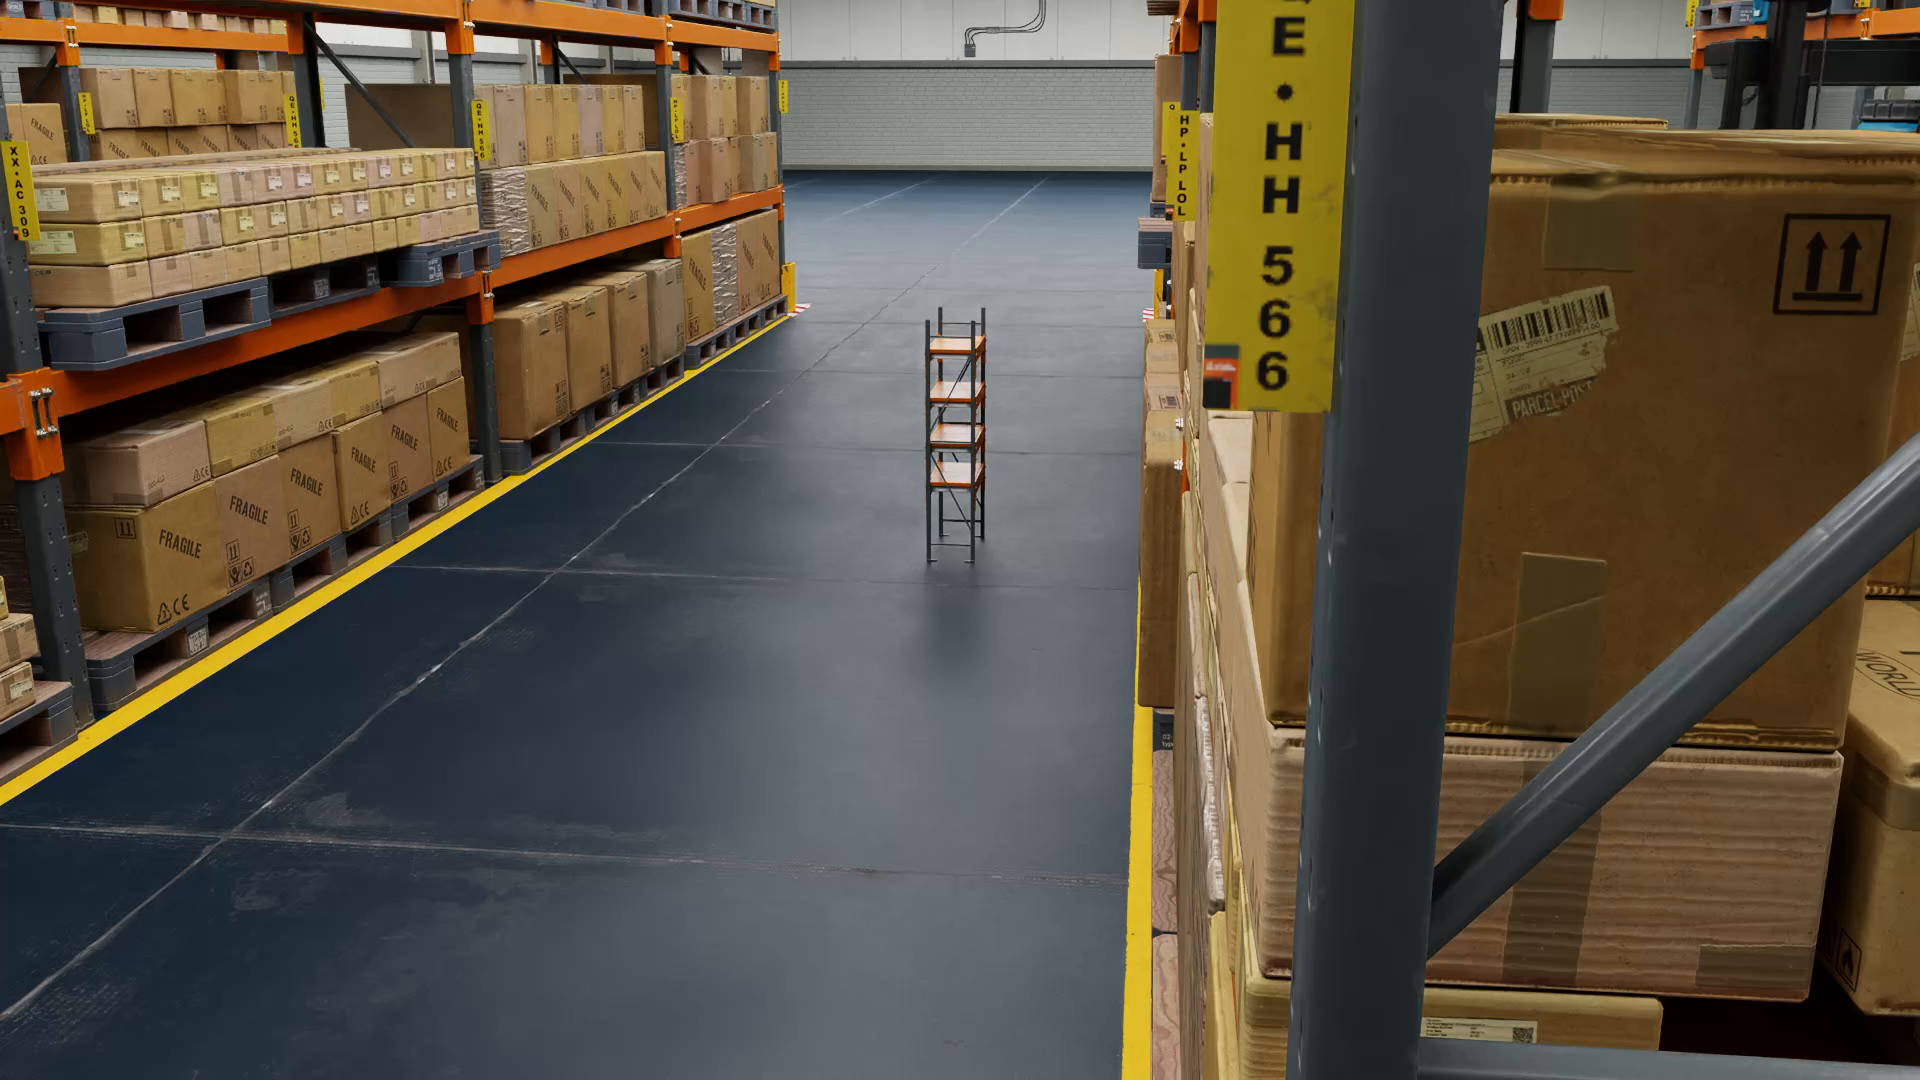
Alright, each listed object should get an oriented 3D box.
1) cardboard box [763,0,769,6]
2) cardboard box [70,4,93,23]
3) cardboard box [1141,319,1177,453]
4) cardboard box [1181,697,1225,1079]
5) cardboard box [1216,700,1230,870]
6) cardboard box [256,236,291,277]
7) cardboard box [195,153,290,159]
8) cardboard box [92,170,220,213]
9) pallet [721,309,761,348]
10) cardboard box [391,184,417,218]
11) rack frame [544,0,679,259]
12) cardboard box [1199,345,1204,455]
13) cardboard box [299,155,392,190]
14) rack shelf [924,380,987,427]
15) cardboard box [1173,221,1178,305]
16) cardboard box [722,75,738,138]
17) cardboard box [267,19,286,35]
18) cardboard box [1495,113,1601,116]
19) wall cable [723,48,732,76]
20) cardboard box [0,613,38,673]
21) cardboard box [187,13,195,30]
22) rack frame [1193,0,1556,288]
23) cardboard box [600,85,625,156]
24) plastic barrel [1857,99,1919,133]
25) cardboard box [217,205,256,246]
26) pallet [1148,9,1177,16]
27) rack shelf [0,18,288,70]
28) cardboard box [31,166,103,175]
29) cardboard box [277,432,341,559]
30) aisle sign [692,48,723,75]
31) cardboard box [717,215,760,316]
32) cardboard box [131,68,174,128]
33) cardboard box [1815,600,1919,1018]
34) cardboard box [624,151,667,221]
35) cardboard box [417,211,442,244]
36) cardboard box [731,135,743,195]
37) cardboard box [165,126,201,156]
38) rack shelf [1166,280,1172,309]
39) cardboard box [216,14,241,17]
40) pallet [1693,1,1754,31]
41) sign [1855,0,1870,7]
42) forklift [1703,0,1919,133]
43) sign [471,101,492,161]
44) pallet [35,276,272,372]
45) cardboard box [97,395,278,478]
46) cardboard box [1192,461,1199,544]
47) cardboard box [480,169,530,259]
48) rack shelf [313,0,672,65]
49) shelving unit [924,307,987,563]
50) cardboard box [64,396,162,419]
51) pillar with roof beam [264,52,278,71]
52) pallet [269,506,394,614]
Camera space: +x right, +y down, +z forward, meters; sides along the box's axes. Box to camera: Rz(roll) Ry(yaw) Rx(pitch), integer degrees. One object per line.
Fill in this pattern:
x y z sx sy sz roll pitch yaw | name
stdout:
-2.077 -5.297 16.242 0.380 0.149 0.250 2 15 7 | cardboard box
-7.446 -4.364 13.788 0.380 0.149 0.250 1 15 5 | cardboard box
1.569 -0.632 8.518 1.225 0.875 0.875 1 15 4 | cardboard box
0.860 0.860 3.000 0.875 0.875 0.875 2 15 6 | cardboard box
0.535 0.328 2.184 0.380 0.149 0.250 2 15 6 | cardboard box
-3.084 -1.206 7.052 0.380 0.149 0.250 1 15 4 | cardboard box
-3.584 -1.858 8.324 0.380 0.149 0.250 1 15 4 | cardboard box
-3.142 -1.364 6.498 0.380 0.149 0.250 2 15 7 | cardboard box
-2.499 -2.009 15.688 1.003 0.211 1.213 2 15 6 | pallet
-2.937 -1.687 8.260 0.380 0.149 0.250 2 15 6 | cardboard box
-2.798 -2.843 13.429 1.000 3.000 0.127 2 15 6 | rack frame
0.789 -0.289 3.703 0.500 0.250 0.500 2 15 8 | cardboard box
-2.969 -1.769 7.994 0.380 0.149 0.250 2 15 6 | cardboard box
-0.019 -0.687 8.306 0.258 0.148 0.480 2 15 6 | rack shelf
1.232 -1.297 7.519 0.500 0.500 0.500 1 15 5 | cardboard box
-2.526 -3.951 15.171 0.875 0.550 0.500 2 15 6 | cardboard box
-7.034 -5.160 16.735 0.380 0.149 0.250 2 15 7 | cardboard box
1.430 -0.902 4.532 0.500 0.500 0.500 2 15 8 | cardboard box
-8.151 -13.894 48.755 3.097 2.526 0.112 2 15 6 | wall cable
-3.420 0.353 5.698 0.380 0.149 0.250 2 15 7 | cardboard box
-7.274 -4.763 15.267 0.380 0.149 0.250 2 15 7 | cardboard box
1.216 -0.596 5.119 1.000 3.000 0.127 2 15 6 | rack frame
-2.904 -3.111 12.315 0.700 0.500 0.500 1 15 5 | cardboard box
6.696 -2.675 11.850 0.600 0.901 0.708 2 15 6 | plastic barrel
-3.115 -1.283 6.769 0.380 0.149 0.250 1 15 4 | cardboard box
1.943 -3.871 11.845 1.213 0.211 1.003 2 15 6 | pallet
-7.502 -4.582 15.492 1.077 0.370 4.000 2 15 6 | rack shelf
-3.759 -1.451 6.820 0.380 0.149 0.250 2 15 6 | cardboard box
-3.250 -0.222 7.719 0.500 0.500 0.500 2 15 7 | cardboard box
-2.637 -5.163 17.027 0.394 0.787 0.004 2 15 6 | aisle sign
-2.455 -2.651 15.987 0.875 0.875 0.875 1 15 5 | cardboard box
-7.383 -3.877 14.575 0.700 0.500 0.500 2 15 7 | cardboard box
1.087 0.254 1.694 0.500 0.250 0.500 1 15 5 | cardboard box
-2.591 -2.748 12.887 0.500 0.500 0.500 2 15 6 | cardboard box
-2.907 -1.614 8.563 0.380 0.149 0.250 2 15 7 | cardboard box
-2.572 -3.570 15.832 0.875 0.550 0.550 2 15 6 | cardboard box
-7.298 -3.521 15.176 0.500 0.500 0.500 2 15 6 | cardboard box
1.893 -1.805 10.968 1.077 0.370 4.000 2 15 6 | rack shelf
-7.178 -5.113 15.797 0.500 0.250 0.500 2 15 8 | cardboard box
7.301 -4.707 14.940 1.003 0.211 1.213 2 15 6 | pallet
6.495 -3.996 11.930 0.100 0.325 0.005 2 15 6 | sign
4.271 -1.425 8.317 1.130 2.935 3.031 4 16 13 | forklift
-2.709 -2.313 9.402 0.100 0.325 0.005 2 15 6 | sign
-3.470 -0.869 6.498 1.003 0.211 1.213 2 15 6 | pallet
-3.297 -0.448 7.121 0.500 0.250 0.500 2 15 8 | cardboard box
0.707 -0.071 3.661 0.380 0.149 0.250 2 15 7 | cardboard box
-2.930 -1.962 9.981 0.500 0.500 0.500 2 15 7 | cardboard box
-3.024 -3.425 11.213 1.077 0.370 4.000 2 15 6 | rack shelf
-0.019 -0.536 8.347 0.258 1.200 0.503 2 15 6 | shelving unit
-3.797 -0.460 7.163 0.500 0.250 0.500 2 15 9 | cardboard box
-7.551 -9.873 27.934 9.100 9.000 0.400 2 15 6 | pillar with roof beam
-3.479 0.059 8.040 1.003 0.211 1.213 2 15 6 | pallet
